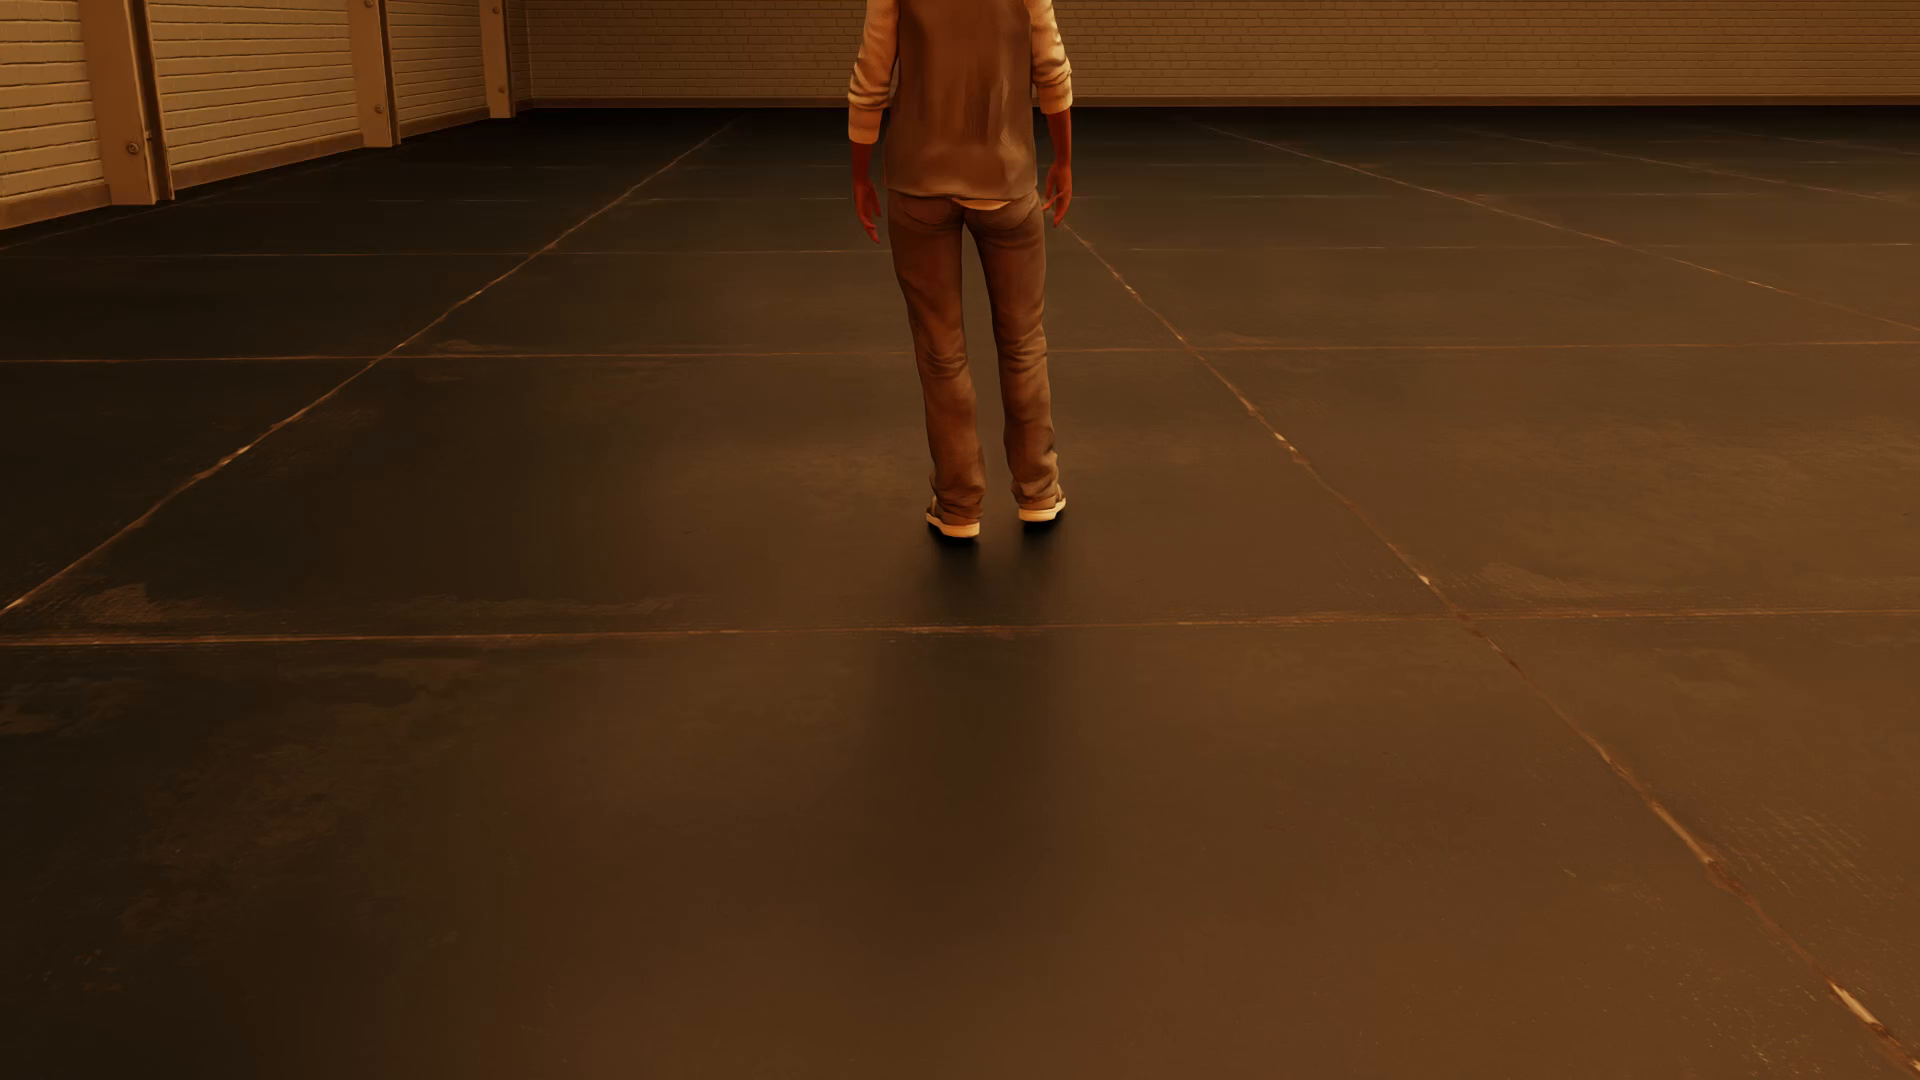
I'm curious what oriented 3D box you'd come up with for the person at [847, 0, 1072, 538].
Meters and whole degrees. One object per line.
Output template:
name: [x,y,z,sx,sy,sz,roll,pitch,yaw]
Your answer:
person: [0.010,-0.786,3.756,0.520,1.585,0.473,-1,17,-3]
